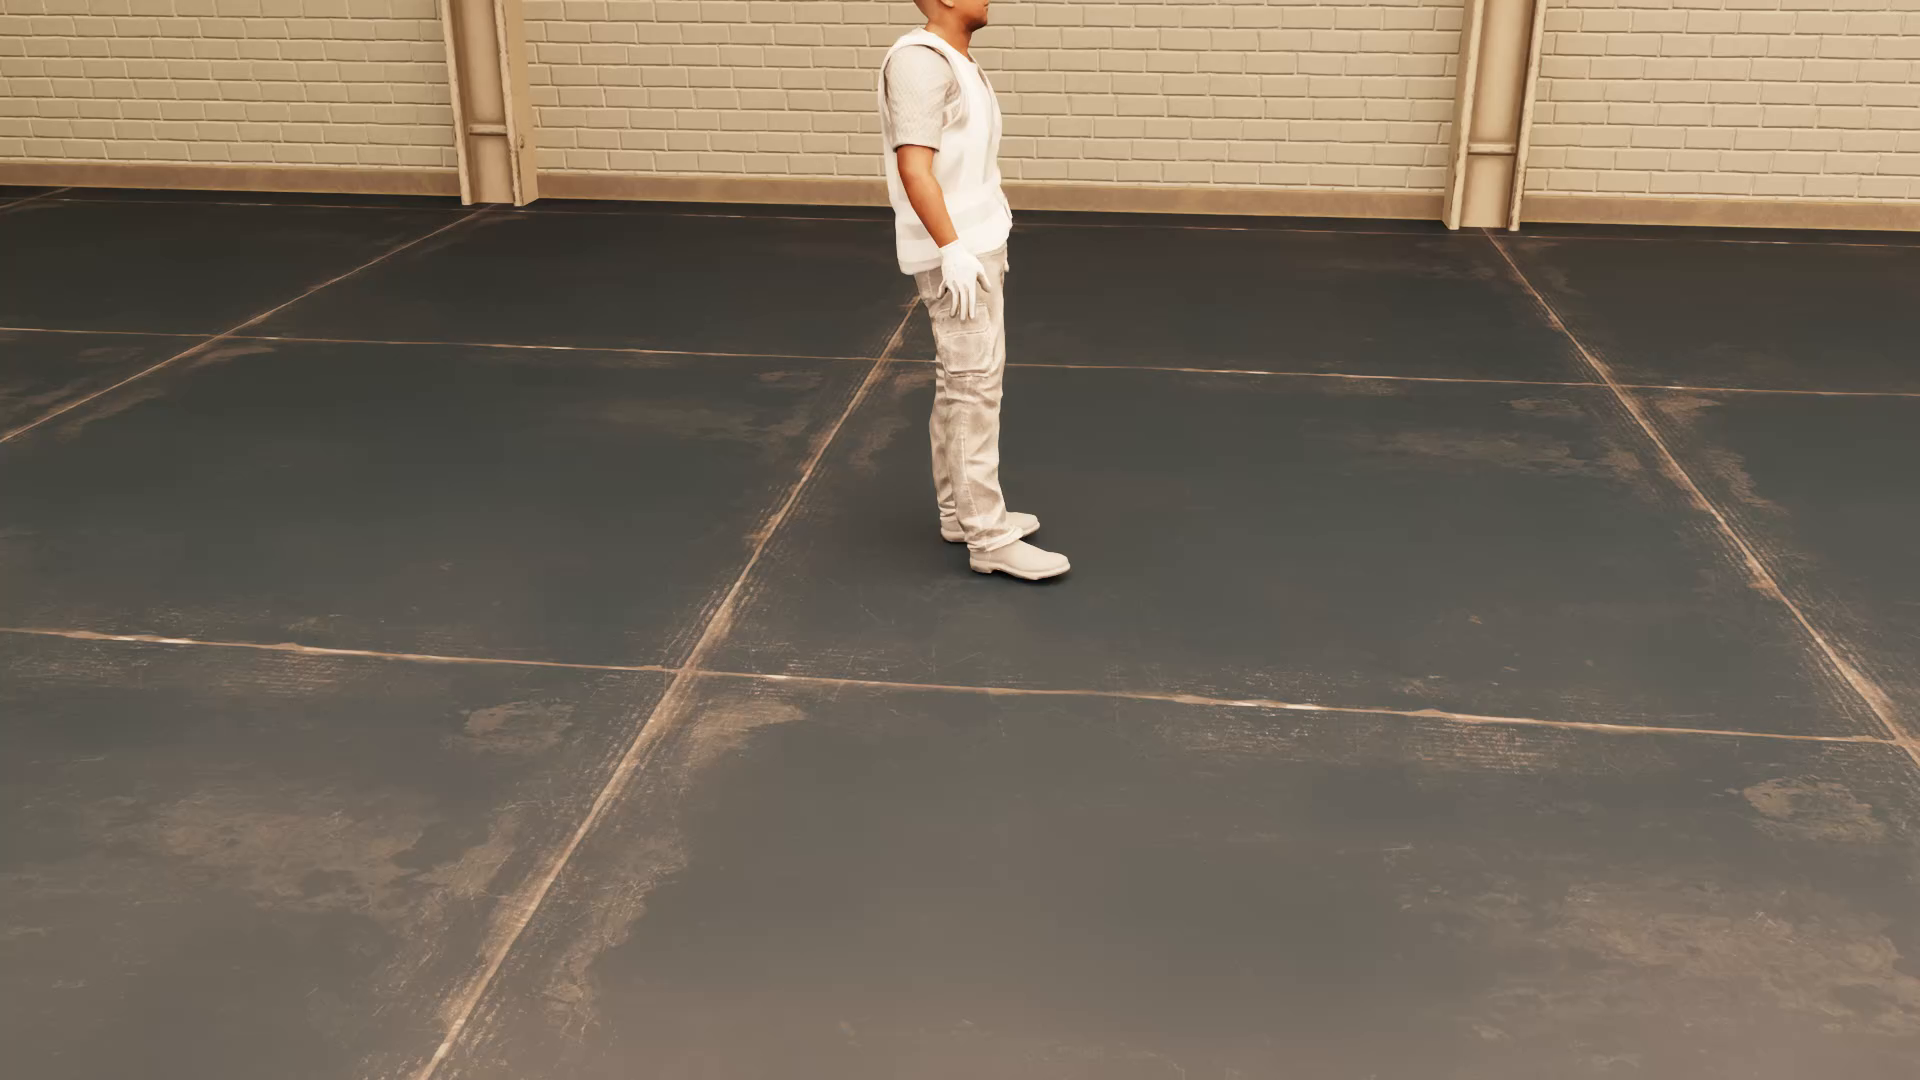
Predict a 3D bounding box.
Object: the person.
[{"bbox_3d":[0.070,-0.827,4.824,0.576,1.783,0.657,3,22,7],"label":"person"}]
